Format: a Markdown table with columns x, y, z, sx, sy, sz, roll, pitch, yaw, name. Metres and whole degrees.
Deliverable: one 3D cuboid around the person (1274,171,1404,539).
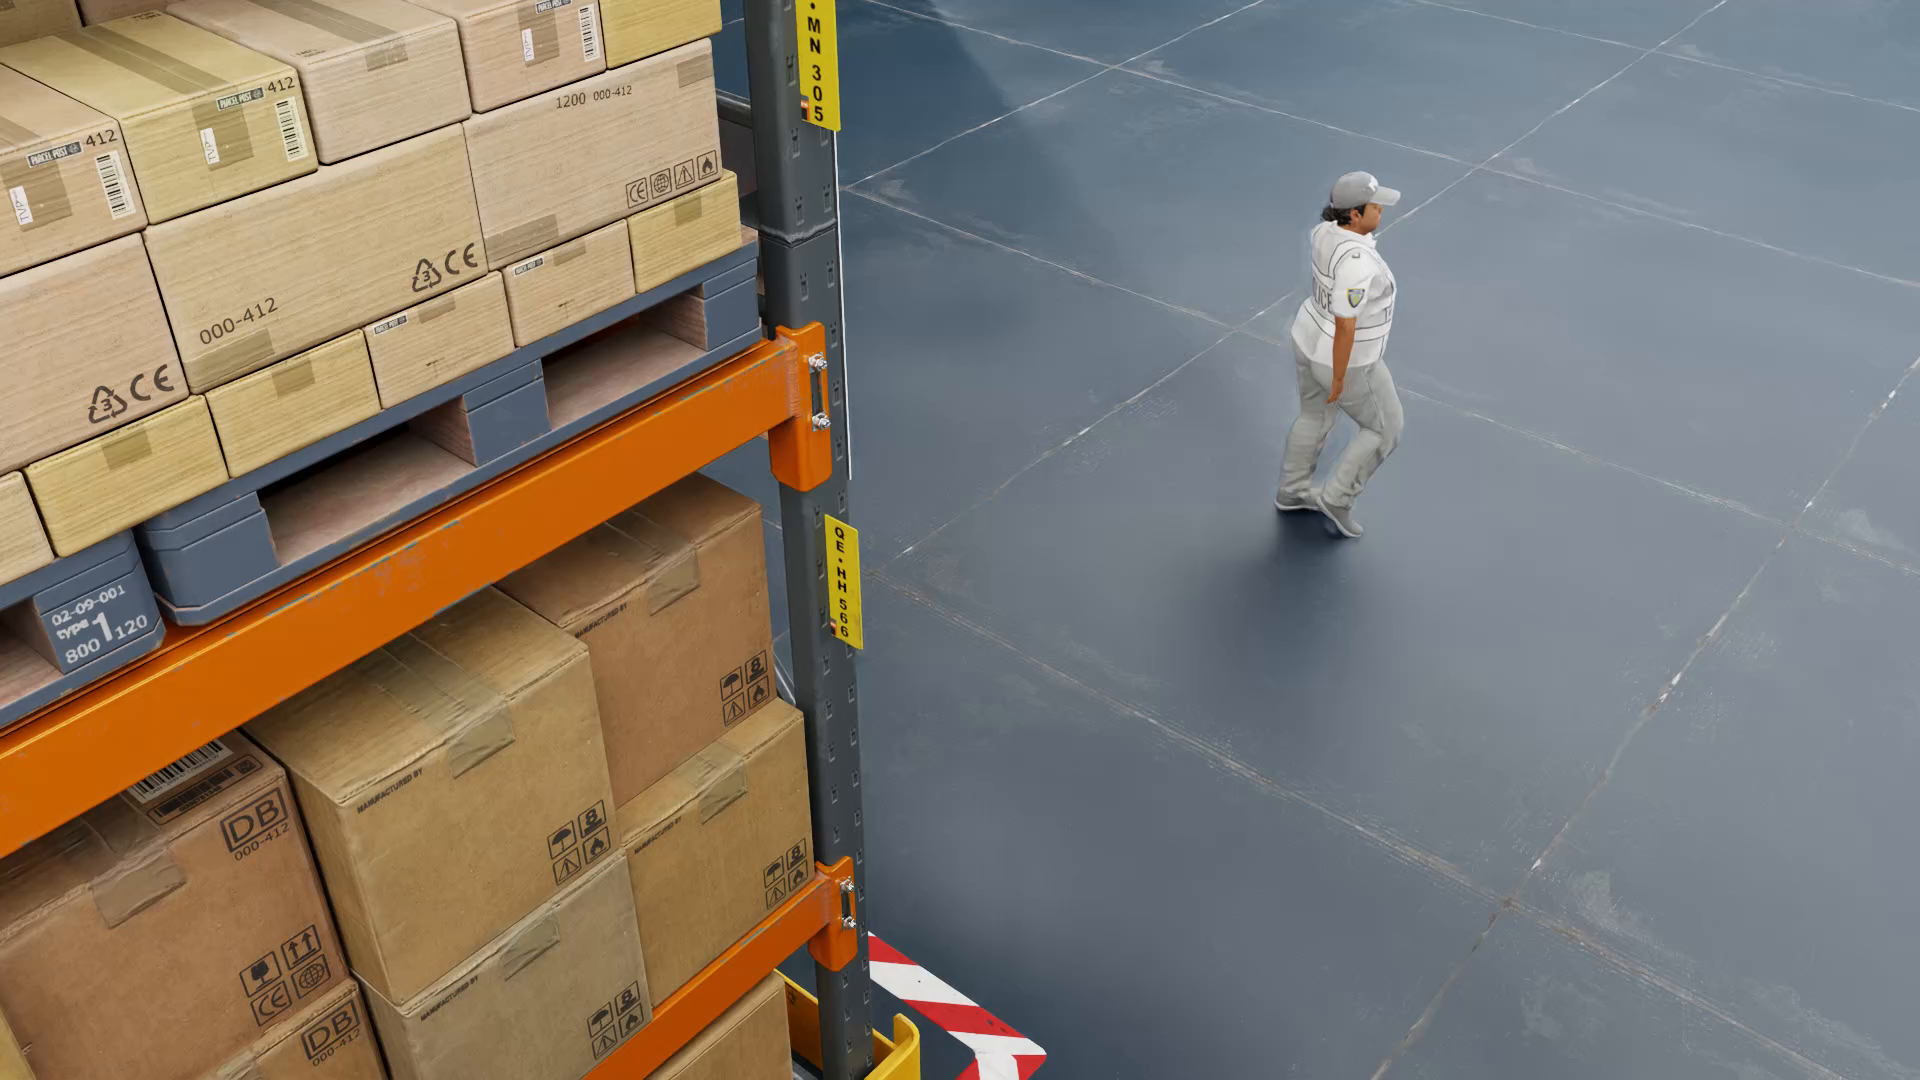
| x | y | z | sx | sy | sz | roll | pitch | yaw | name |
| --- | --- | --- | --- | --- | --- | --- | --- | --- | --- |
| 1.694 | -0.800 | 7.280 | 0.462 | 1.707 | 0.476 | -7 | 36 | -10 | person |
